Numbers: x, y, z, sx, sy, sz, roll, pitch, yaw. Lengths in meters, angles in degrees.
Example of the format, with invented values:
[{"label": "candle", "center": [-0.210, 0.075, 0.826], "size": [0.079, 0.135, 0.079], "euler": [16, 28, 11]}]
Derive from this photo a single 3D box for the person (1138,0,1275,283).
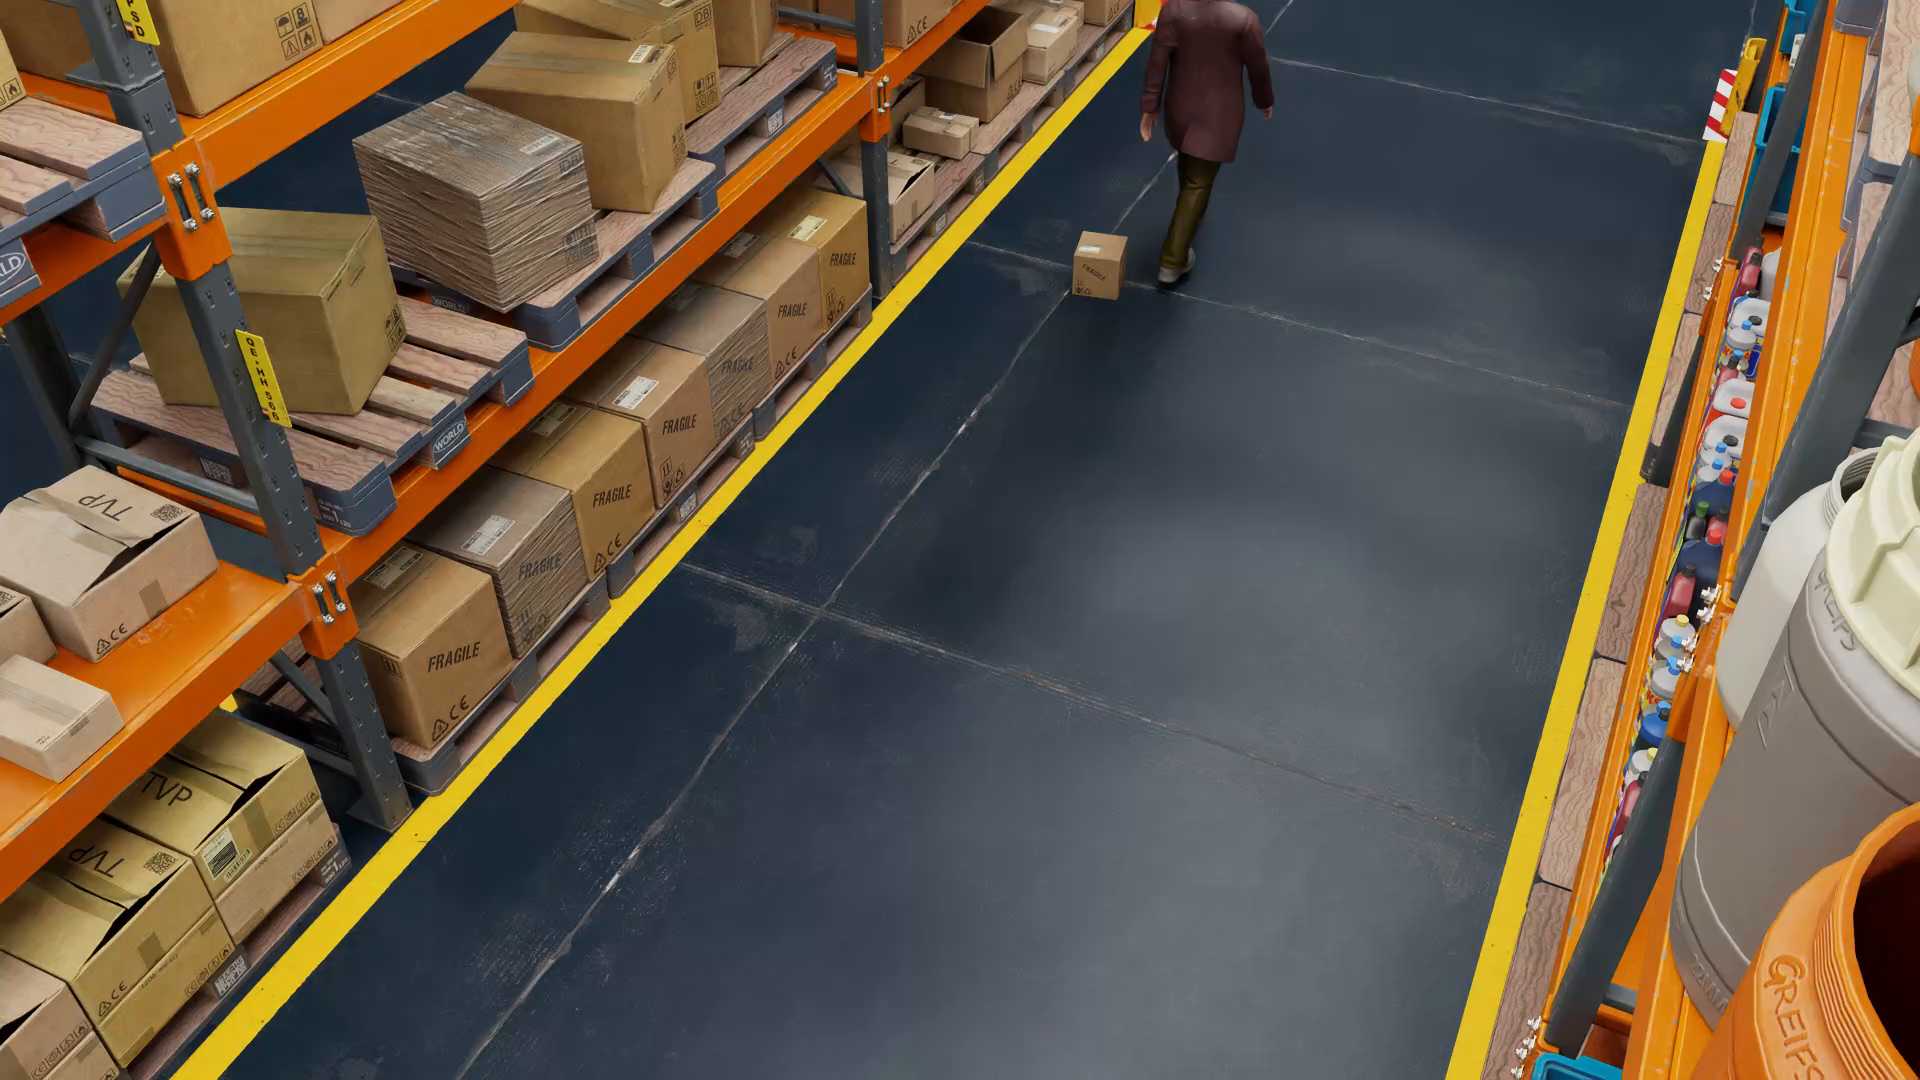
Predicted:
[{"label": "person", "center": [1.326, -2.320, 8.780], "size": [0.637, 1.724, 1.078], "euler": [20, 45, 21]}]
